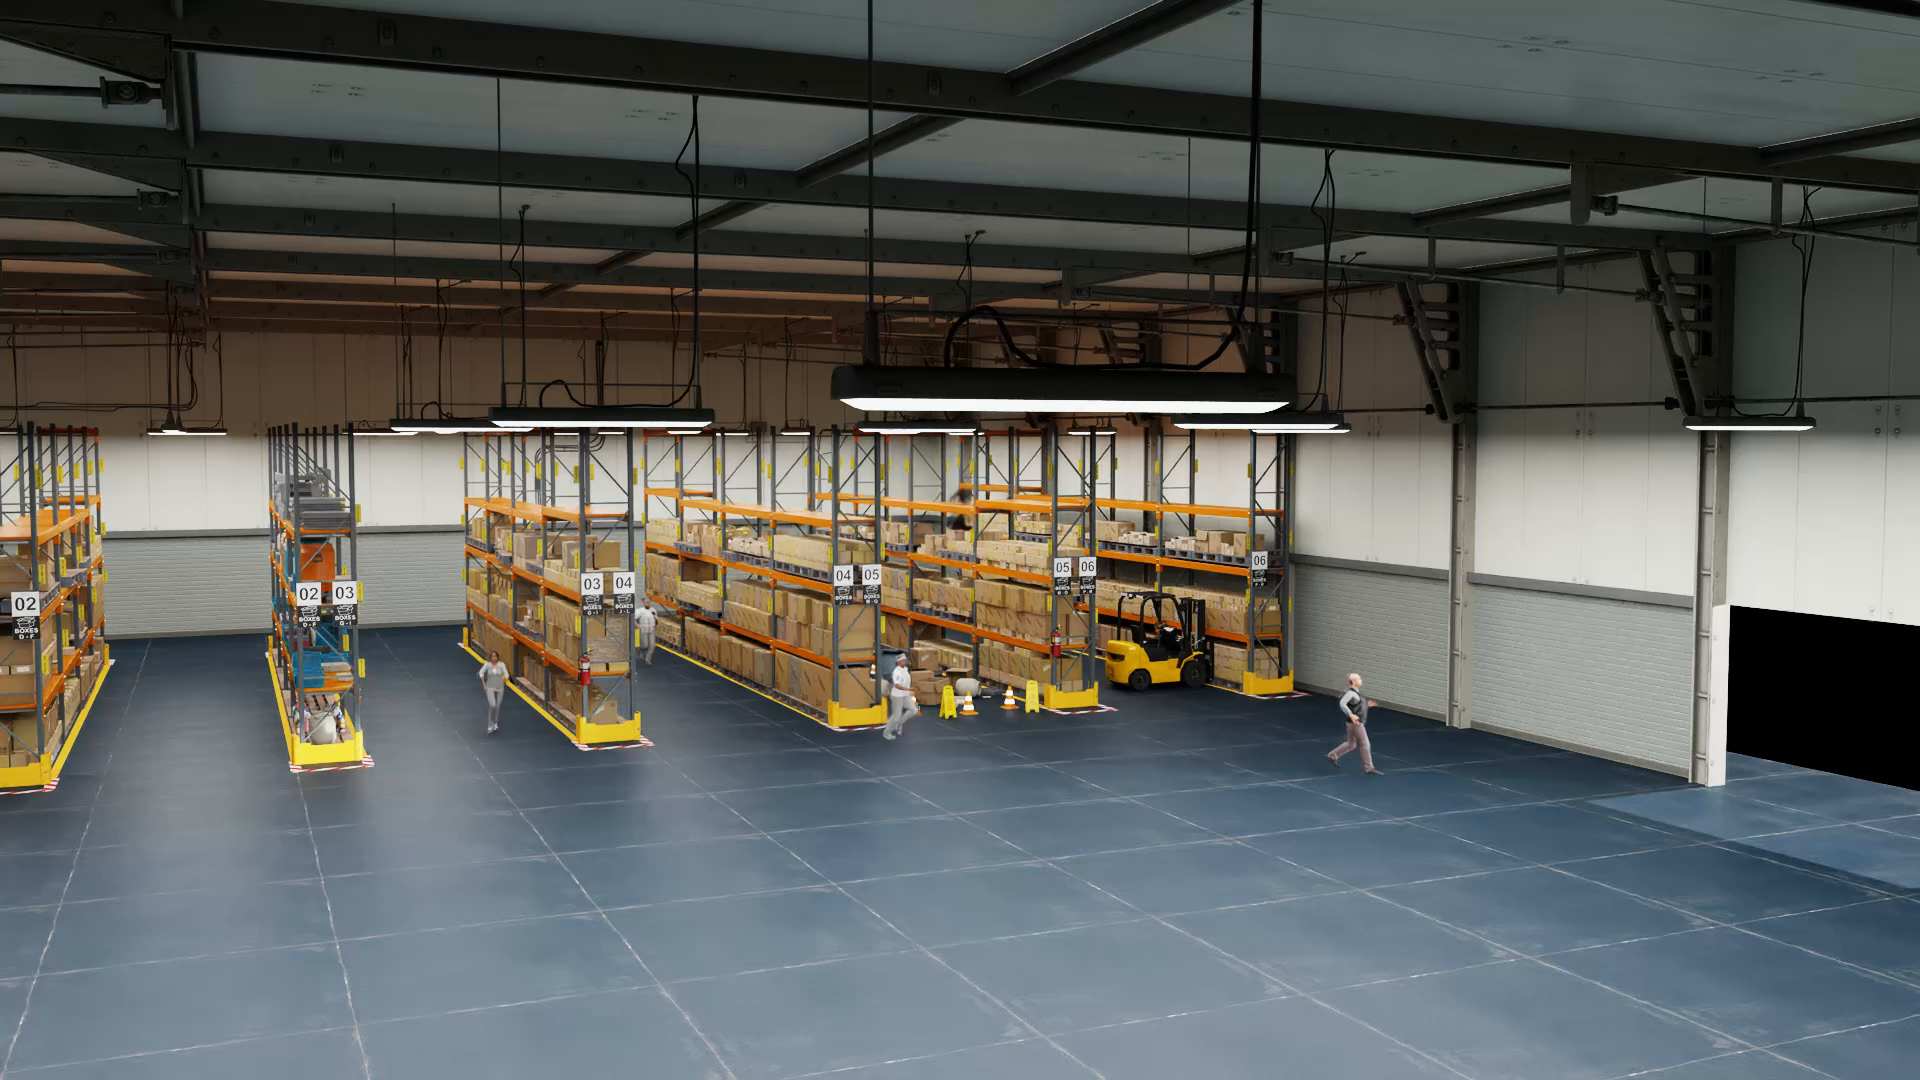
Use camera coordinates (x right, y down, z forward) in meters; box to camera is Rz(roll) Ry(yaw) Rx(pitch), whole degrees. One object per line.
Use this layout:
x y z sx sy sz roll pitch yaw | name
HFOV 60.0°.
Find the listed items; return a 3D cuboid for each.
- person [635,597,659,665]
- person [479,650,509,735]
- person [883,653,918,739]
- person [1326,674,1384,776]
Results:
-7.902 2.290 42.012 0.664 1.730 0.601 -2 4 -27 | person
-9.039 2.950 32.339 0.530 1.621 0.700 -2 4 -26 | person
-1.094 2.956 31.596 0.756 1.656 0.596 2 4 30 | person
6.702 3.115 28.200 0.969 1.707 0.656 1 4 16 | person
